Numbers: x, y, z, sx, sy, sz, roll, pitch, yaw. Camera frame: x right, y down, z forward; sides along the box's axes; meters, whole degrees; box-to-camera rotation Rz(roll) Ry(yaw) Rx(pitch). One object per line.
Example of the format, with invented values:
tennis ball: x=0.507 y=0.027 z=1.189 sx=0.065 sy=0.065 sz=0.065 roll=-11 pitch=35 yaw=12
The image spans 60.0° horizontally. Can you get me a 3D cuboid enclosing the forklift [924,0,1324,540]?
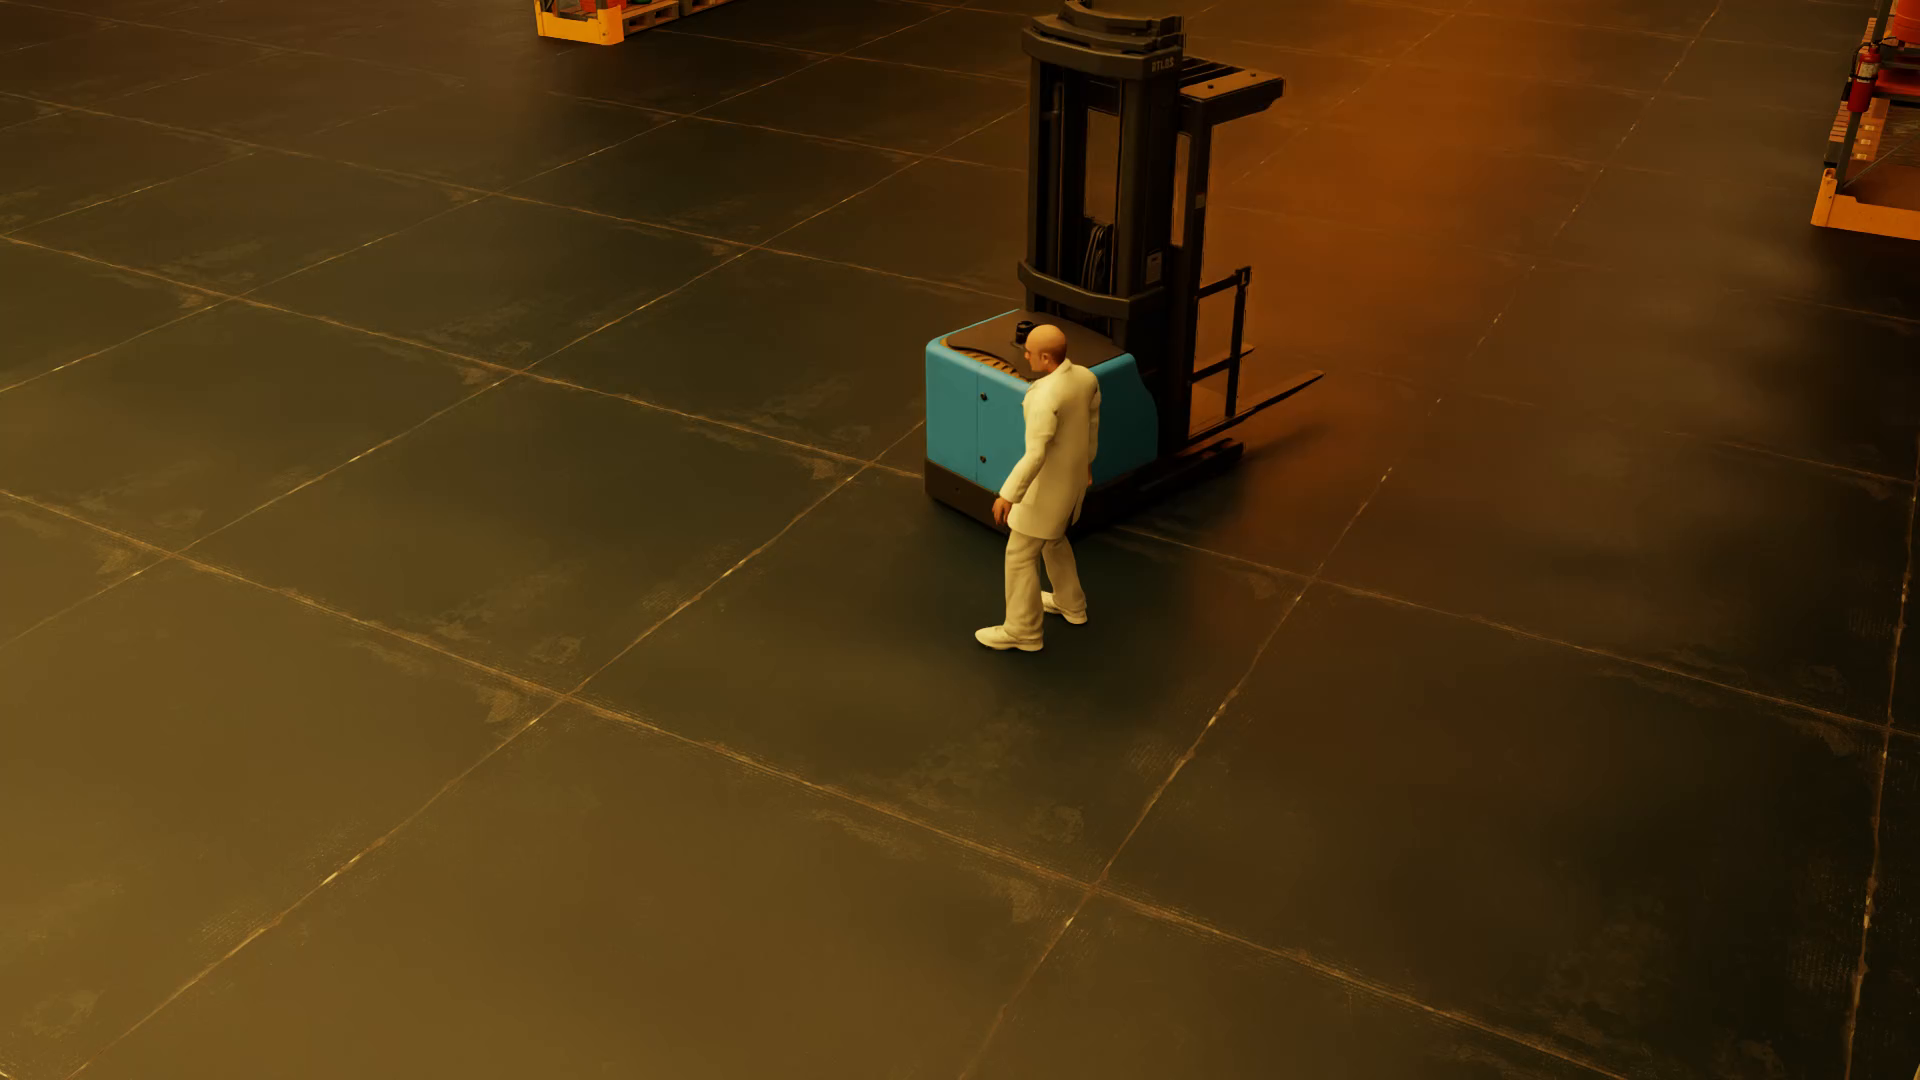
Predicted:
forklift: x=1.202 y=-1.850 z=10.275 sx=3.031 sy=2.935 sz=1.130 roll=-25 pitch=38 yaw=-36

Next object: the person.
person: x=0.457 y=-0.312 z=8.793 sx=0.459 sy=1.753 sz=0.817 roll=15 pitch=33 yaw=24
